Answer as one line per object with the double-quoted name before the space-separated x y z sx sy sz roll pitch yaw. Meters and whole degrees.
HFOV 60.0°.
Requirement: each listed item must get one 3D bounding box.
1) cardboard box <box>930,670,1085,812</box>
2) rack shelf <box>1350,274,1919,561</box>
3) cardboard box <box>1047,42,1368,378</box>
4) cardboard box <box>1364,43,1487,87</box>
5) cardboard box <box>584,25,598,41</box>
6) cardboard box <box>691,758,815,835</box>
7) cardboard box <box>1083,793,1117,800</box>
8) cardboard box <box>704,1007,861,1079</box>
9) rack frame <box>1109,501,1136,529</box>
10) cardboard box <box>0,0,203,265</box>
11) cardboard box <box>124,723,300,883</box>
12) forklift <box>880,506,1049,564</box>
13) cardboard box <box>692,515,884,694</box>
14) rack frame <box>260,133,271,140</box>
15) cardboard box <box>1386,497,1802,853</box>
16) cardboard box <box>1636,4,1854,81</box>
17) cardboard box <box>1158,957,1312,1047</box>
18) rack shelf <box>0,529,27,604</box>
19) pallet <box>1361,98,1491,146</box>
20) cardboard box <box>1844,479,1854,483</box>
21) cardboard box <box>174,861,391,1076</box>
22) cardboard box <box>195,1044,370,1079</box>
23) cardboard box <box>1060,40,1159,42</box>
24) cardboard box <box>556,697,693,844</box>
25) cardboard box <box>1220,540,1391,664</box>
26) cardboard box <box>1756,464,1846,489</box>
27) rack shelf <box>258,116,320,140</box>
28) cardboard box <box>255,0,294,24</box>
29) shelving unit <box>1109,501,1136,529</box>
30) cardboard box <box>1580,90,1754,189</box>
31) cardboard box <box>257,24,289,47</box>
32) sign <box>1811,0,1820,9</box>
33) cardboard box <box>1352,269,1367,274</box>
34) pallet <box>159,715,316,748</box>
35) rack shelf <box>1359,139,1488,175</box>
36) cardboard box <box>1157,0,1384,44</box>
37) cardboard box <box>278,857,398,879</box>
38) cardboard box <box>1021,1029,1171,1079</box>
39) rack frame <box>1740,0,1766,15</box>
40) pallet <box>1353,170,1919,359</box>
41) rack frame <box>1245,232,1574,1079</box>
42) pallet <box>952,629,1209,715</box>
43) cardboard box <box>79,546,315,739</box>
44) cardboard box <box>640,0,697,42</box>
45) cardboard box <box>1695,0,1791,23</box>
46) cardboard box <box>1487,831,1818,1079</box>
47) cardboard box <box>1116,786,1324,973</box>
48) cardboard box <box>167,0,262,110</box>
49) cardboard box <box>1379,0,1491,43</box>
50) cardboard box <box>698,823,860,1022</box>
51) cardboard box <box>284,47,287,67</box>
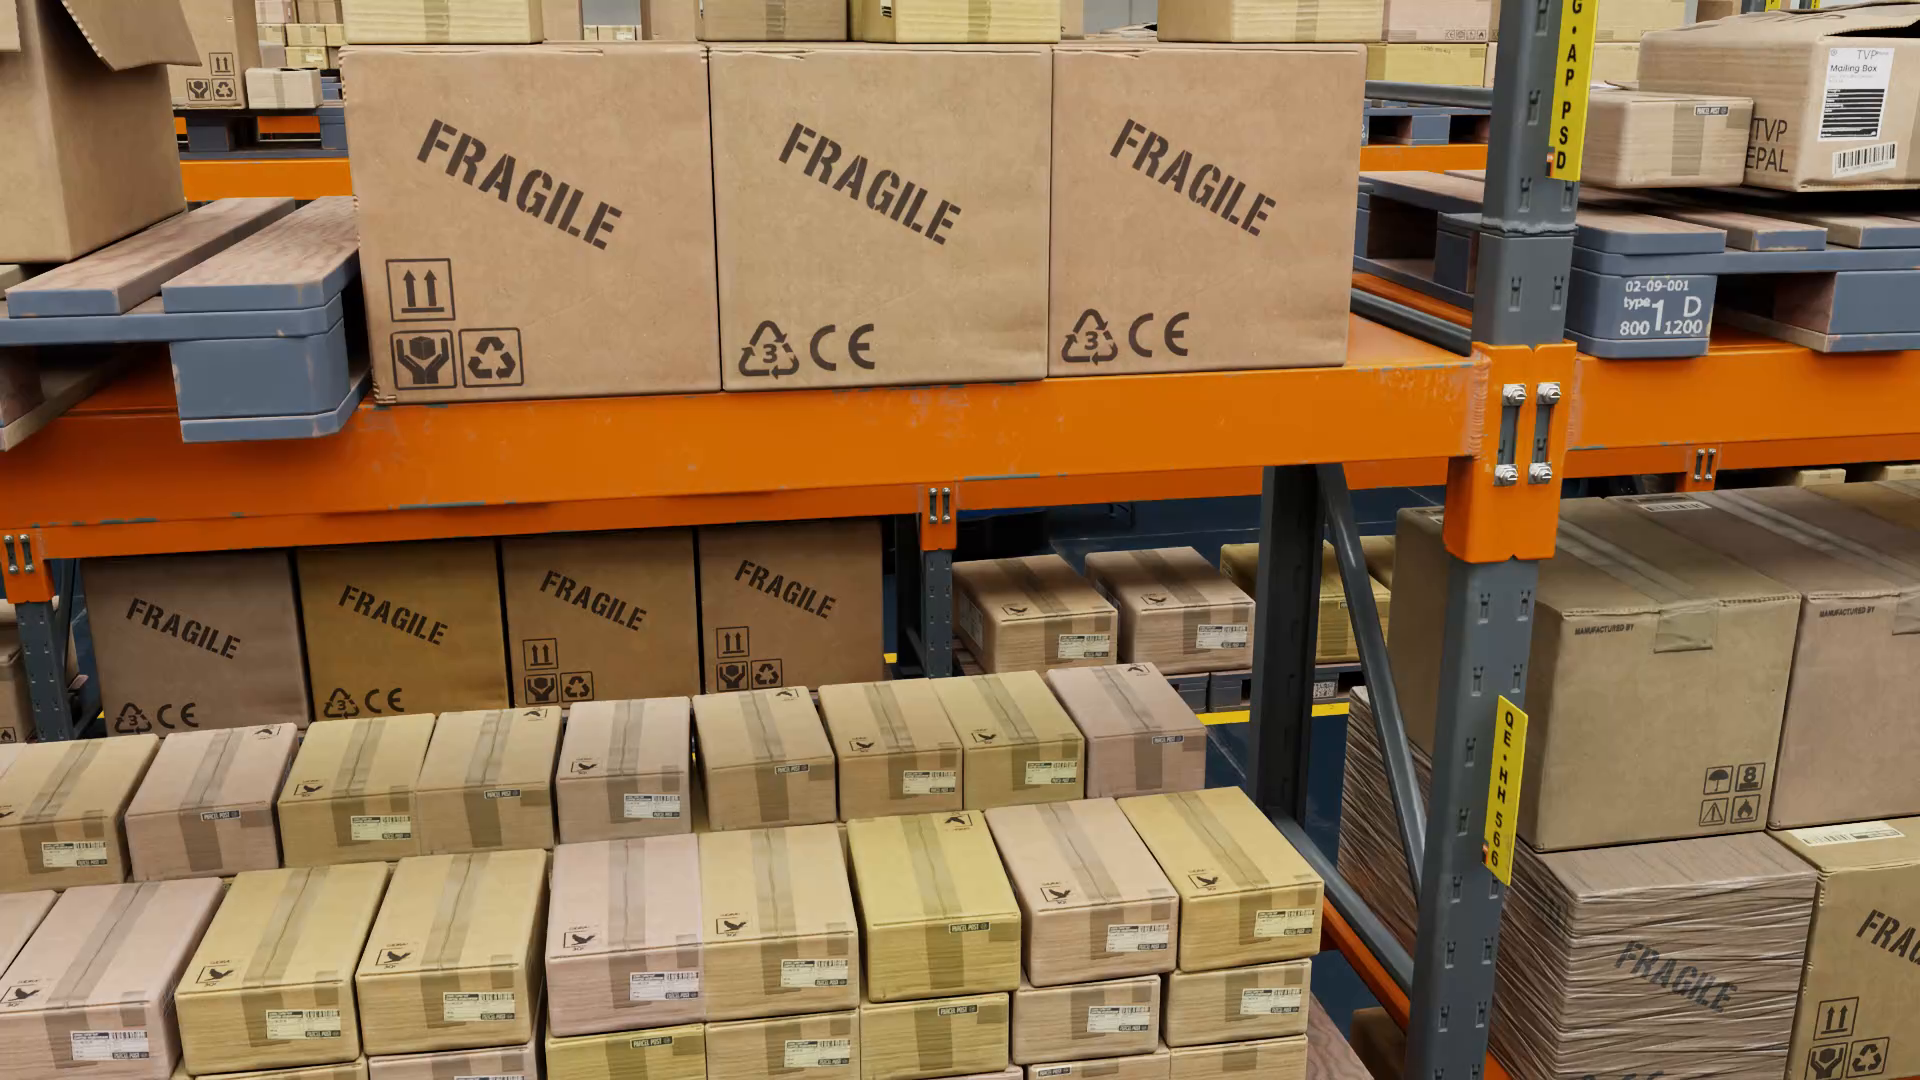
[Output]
"cardboard box" 0.091 0.422 3.530 0.250 0.149 0.380 -4 17 -12
"rack shelf" 2.809 -0.400 3.623 4.000 0.370 1.077 -3 17 -10
"cardboard box" 0.332 -0.576 2.798 0.500 0.500 0.500 -3 17 -10
"cardboard box" 2.189 -2.277 8.048 0.500 0.250 0.500 -3 17 -10
"cardboard box" -2.694 -3.569 11.785 0.250 0.149 0.380 -3 17 -10
"cardboard box" -0.443 0.593 3.479 0.250 0.149 0.380 -3 17 -10
"cardboard box" 0.332 0.547 3.628 0.250 0.149 0.380 -2 17 -8
"cardboard box" -0.319 0.781 2.865 0.250 0.149 0.380 -3 17 -10
"rack frame" 1.143 -0.852 11.530 0.023 1.500 0.400 -6 18 -18
"cardboard box" -1.541 -0.708 2.509 0.637 0.503 0.797 -3 17 -11
"cardboard box" -1.446 0.508 3.249 0.250 0.149 0.380 -4 18 -13
"forklift" -0.989 -1.299 10.549 3.031 2.935 1.130 -6 18 -18
"cardboard box" -0.887 0.209 8.426 0.875 0.875 0.875 -3 17 -11
"rack frame" -5.066 -1.828 12.155 0.127 3.000 1.000 -3 17 -10
"cardboard box" 1.288 0.253 3.506 0.500 0.500 0.700 -3 17 -11
"cardboard box" 1.814 -0.984 3.563 0.500 0.311 0.500 -3 17 -10
"cardboard box" 0.446 0.737 3.010 0.250 0.149 0.380 -3 17 -9
"rack shelf" -6.084 0.058 7.240 4.000 0.370 1.077 -3 17 -10
"pallet" 2.090 -2.125 8.332 1.003 0.211 1.213 -3 17 -10
"cardboard box" 4.888 -0.076 9.142 0.500 0.500 0.500 -3 17 -8
"cardboard box" -1.075 0.681 2.685 0.250 0.149 0.380 -3 17 -9
"cardboard box" -1.073 0.824 2.727 0.250 0.149 0.380 -4 17 -12
"cardboard box" 0.234 -0.726 3.286 0.500 0.500 0.500 -3 17 -10
"cardboard box" -0.676 0.464 3.391 0.250 0.149 0.380 -2 17 -8
"cardboard box" 1.832 0.322 8.914 0.625 0.372 0.950 -3 17 -9
"cardboard box" 4.499 -0.343 8.905 0.250 0.149 0.380 -3 17 -10
"rack shelf" -3.102 -3.030 12.183 4.000 0.370 1.077 -3 17 -10
"cardboard box" -4.704 -3.647 11.298 0.258 0.266 0.396 -3 17 -11
"shelving unit" 0.797 -0.816 11.414 0.755 1.500 0.431 -6 18 -18
"cardboard box" 1.203 -0.734 3.026 0.250 0.149 0.380 -4 18 -13
"cardboard box" -4.690 -3.423 11.274 0.250 0.149 0.380 -3 17 -9
"sign" 6.805 -4.159 13.261 0.005 0.325 0.100 -3 17 -10
"cardboard box" 1.815 -1.058 8.254 0.500 0.500 0.500 -4 18 -13
"pallet" -3.378 0.871 8.118 1.213 0.211 1.003 -3 17 -10
"rack shelf" 1.770 -1.822 8.251 4.000 0.370 1.077 -3 17 -10
"cardboard box" 0.497 -0.949 2.710 0.258 0.266 0.396 -3 17 -10
"cardboard box" -1.196 0.635 3.340 0.250 0.149 0.380 -3 17 -8
"cardboard box" 0.204 0.894 3.006 0.250 0.149 0.380 -3 17 -11
"rack frame" 3.734 -3.711 8.067 0.127 3.000 1.000 -3 17 -10
"pallet" 1.467 -0.594 3.349 1.003 0.211 1.213 -2 17 -8
"rack frame" 0.845 0.801 3.595 0.127 3.000 1.000 -3 17 -10
"pallet" 0.574 0.669 8.773 1.213 0.211 1.003 -3 17 -10
"cardboard box" -3.527 0.360 7.935 0.875 0.875 0.875 -3 17 -9
"cardboard box" -1.129 -2.193 7.348 0.500 0.500 0.700 -4 18 -13
"cardboard box" 6.328 -4.132 13.491 0.500 0.500 0.500 -3 17 -9
"cardboard box" 1.337 0.806 3.409 0.500 0.500 0.500 -3 17 -10
"cardboard box" 0.451 0.595 2.964 0.250 0.149 0.380 -4 18 -13
"cardboard box" -3.200 -2.046 6.868 0.500 0.500 0.500 -4 17 -11
"cardboard box" 2.191 -2.513 7.964 0.500 0.250 0.500 -3 17 -10
"cardboard box" -0.315 0.639 2.821 0.250 0.149 0.380 -3 17 -9
"cardboard box" -4.697 -3.293 11.357 0.250 0.149 0.380 -3 17 -10
